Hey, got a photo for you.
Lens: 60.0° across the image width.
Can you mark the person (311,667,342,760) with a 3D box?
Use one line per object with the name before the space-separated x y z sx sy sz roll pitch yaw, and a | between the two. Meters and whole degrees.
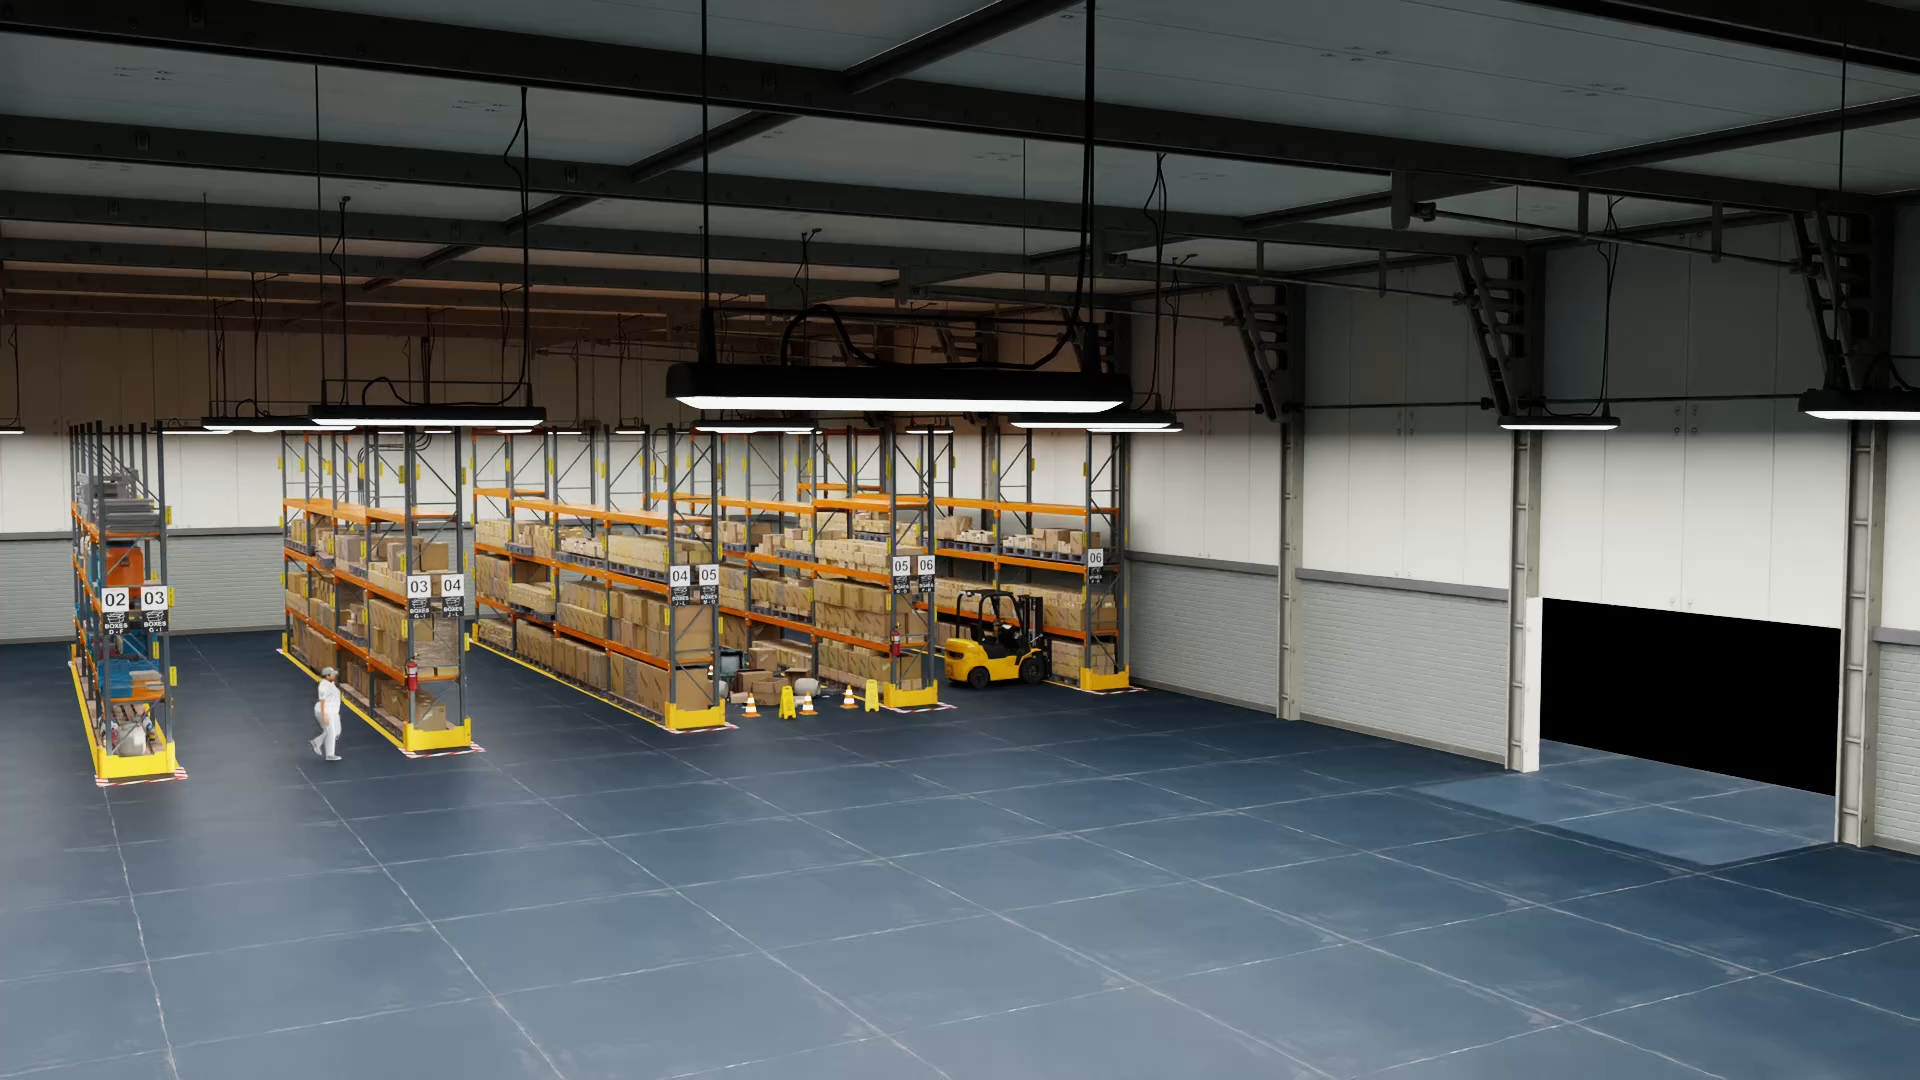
person | -11.251 3.062 29.464 0.644 1.643 0.481 1 4 10
